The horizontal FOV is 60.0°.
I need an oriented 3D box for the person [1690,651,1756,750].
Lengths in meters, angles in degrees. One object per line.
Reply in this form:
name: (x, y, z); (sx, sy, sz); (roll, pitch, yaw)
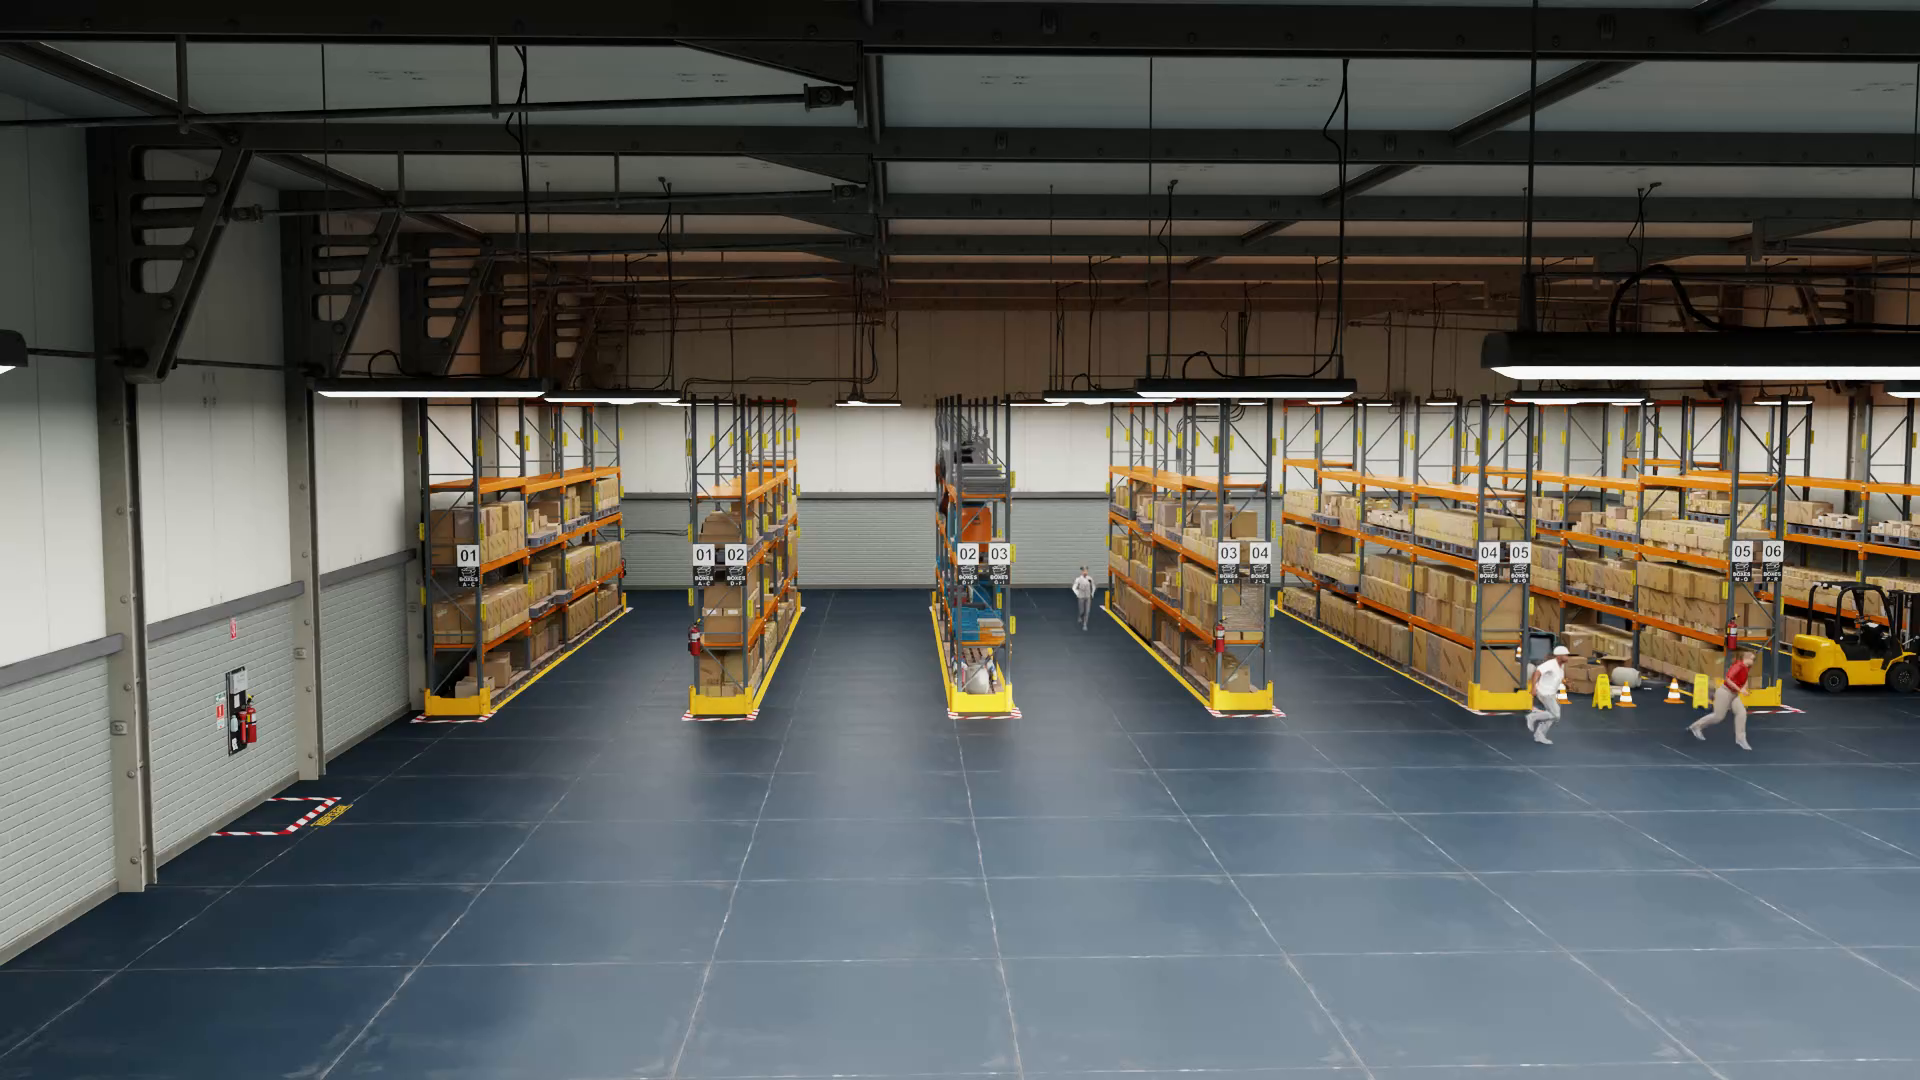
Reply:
person: (12.984, 2.701, 28.298); (1.021, 1.693, 0.702); (3, 6, 36)

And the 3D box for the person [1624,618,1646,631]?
person: (17.248, 1.601, 42.508); (0.606, 1.646, 0.920); (-1, 5, -9)

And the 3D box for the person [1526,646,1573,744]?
person: (10.112, 2.650, 28.525); (0.736, 1.686, 0.689); (3, 5, 34)

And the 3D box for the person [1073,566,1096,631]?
person: (3.249, 1.500, 43.327); (0.629, 1.680, 0.677); (0, 5, -5)
